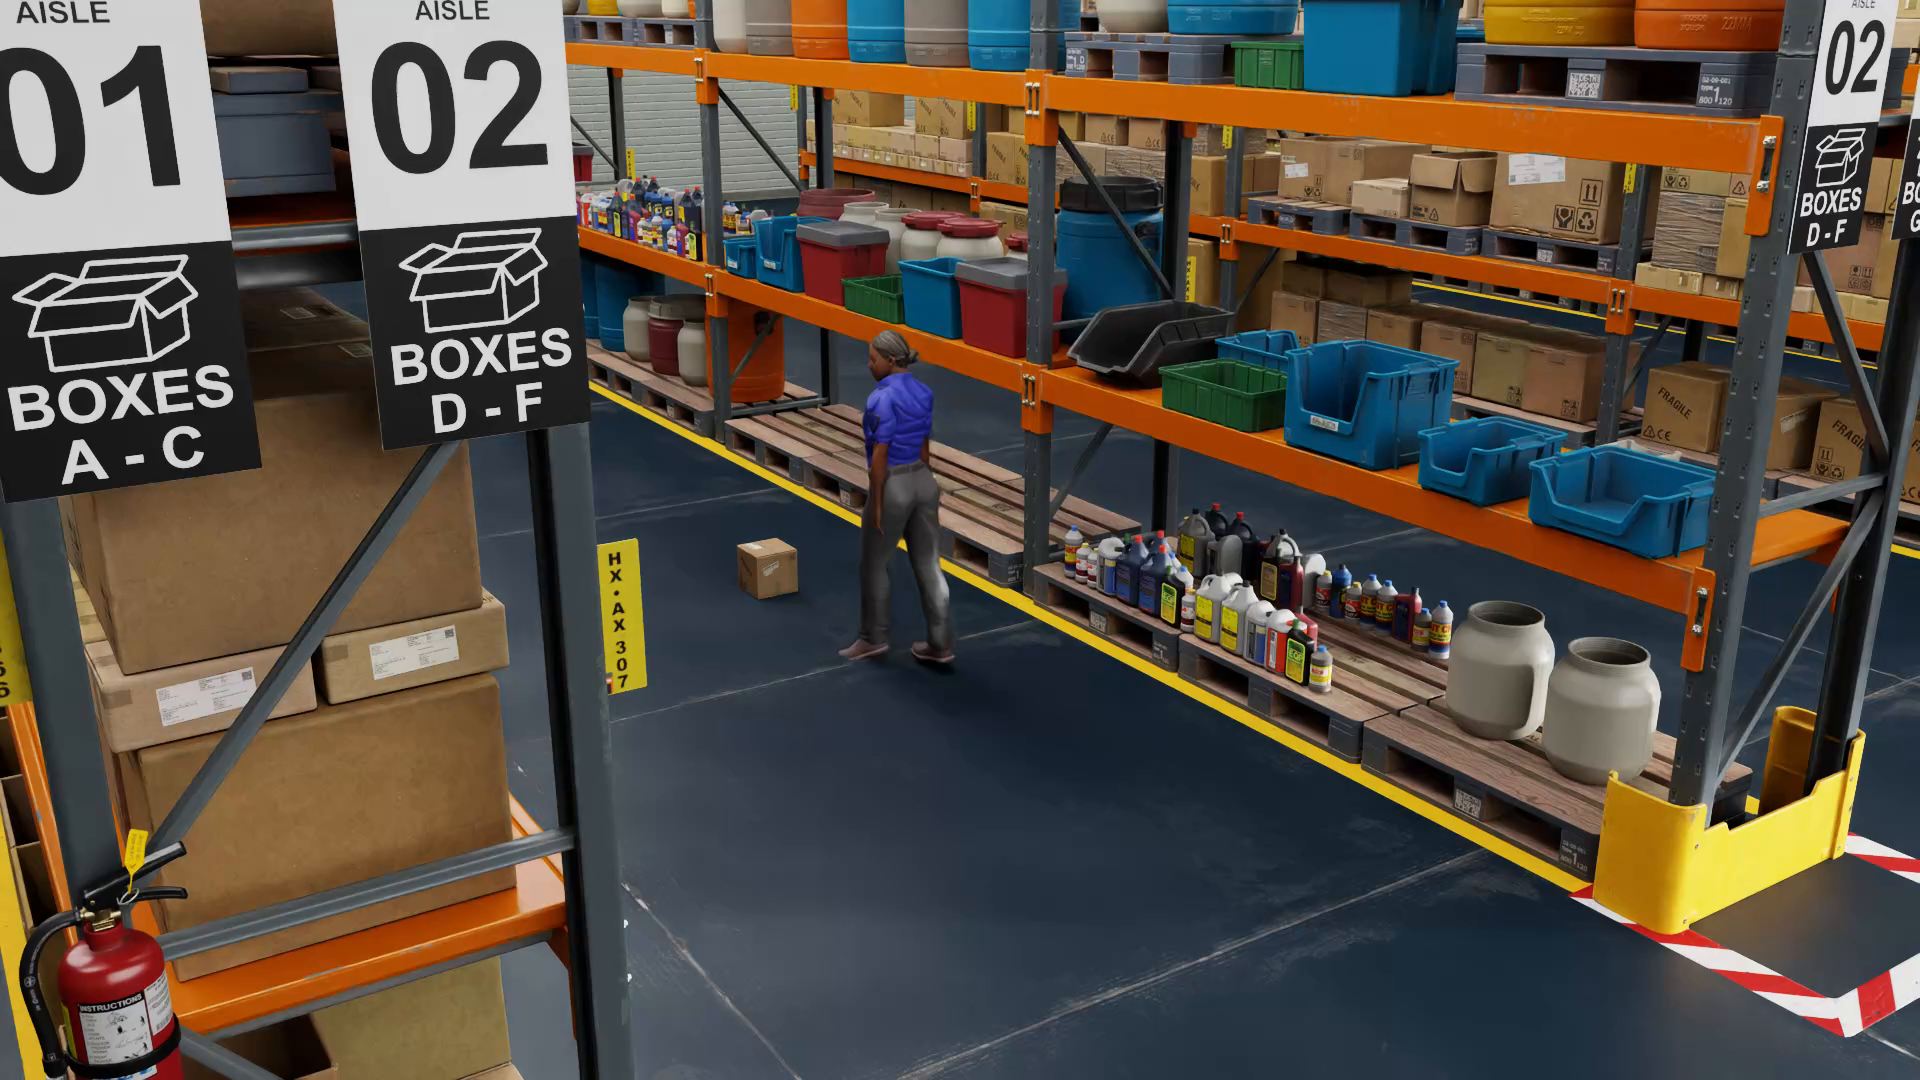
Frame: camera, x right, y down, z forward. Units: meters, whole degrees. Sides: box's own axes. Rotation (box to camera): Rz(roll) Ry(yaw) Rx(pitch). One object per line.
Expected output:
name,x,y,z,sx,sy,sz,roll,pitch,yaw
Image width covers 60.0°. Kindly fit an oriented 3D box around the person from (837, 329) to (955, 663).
person,-0.271,-0.175,8.146,0.465,1.701,0.618,-17,25,-42
